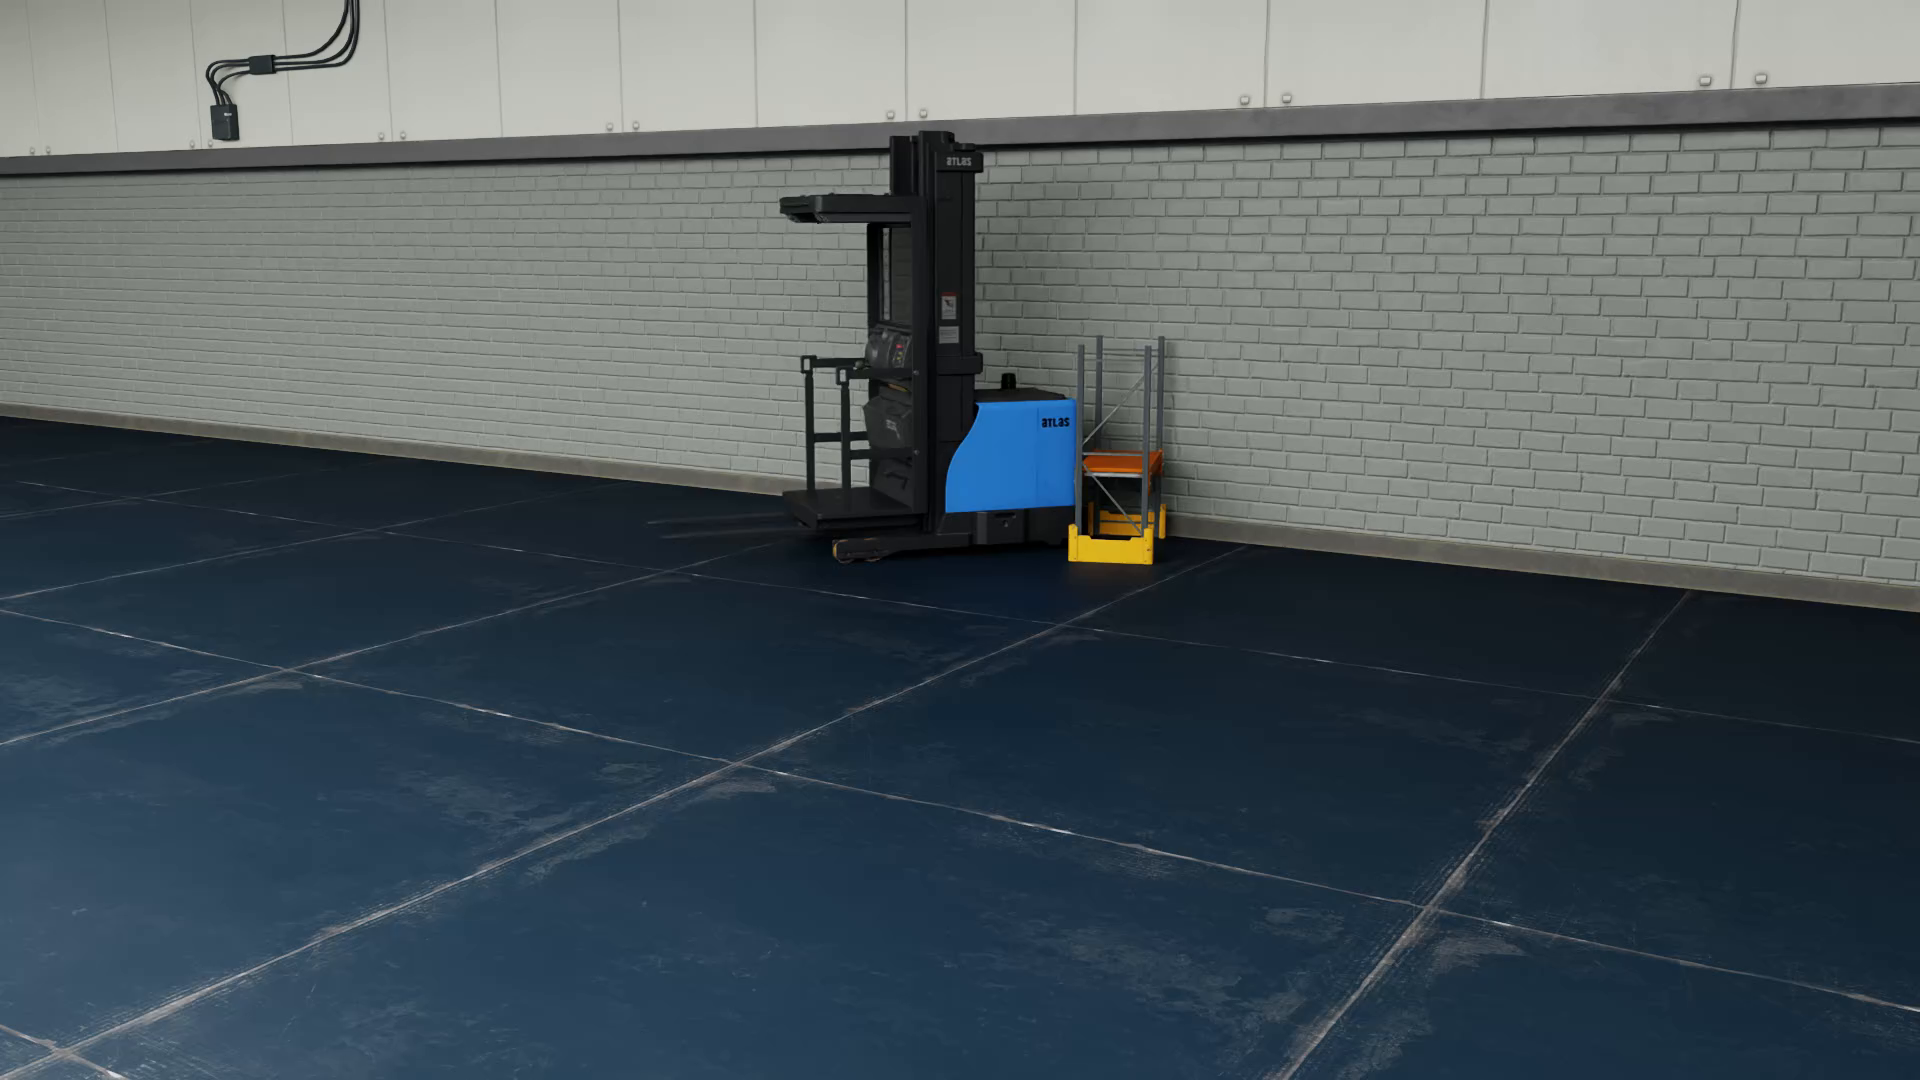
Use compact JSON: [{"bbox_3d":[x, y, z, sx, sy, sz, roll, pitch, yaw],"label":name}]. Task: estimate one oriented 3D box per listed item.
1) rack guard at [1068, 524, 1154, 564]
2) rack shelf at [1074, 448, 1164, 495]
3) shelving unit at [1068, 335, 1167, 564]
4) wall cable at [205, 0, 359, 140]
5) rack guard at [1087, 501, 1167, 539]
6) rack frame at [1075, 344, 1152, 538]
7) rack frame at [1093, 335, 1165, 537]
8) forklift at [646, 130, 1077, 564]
[{"bbox_3d":[1.049,0.028,11.540,0.587,0.250,0.087,2,11,12],"label":"rack guard"},{"bbox_3d":[1.153,-0.501,11.946,0.538,0.185,1.000,2,11,12],"label":"rack shelf"},{"bbox_3d":[1.151,-0.676,11.904,0.587,1.500,1.083,2,11,12],"label":"shelving unit"},{"bbox_3d":[-6.867,-7.063,16.398,2.305,6.003,0.169,6,12,31],"label":"wall cable"},{"bbox_3d":[1.253,-0.151,12.499,0.587,0.250,0.087,2,11,12],"label":"rack guard"},{"bbox_3d":[1.048,-0.586,11.424,0.500,1.500,0.032,2,11,12],"label":"rack frame"},{"bbox_3d":[1.257,-0.769,12.402,0.500,1.500,0.032,2,11,12],"label":"rack frame"},{"bbox_3d":[-0.697,-1.386,11.807,3.031,2.935,1.130,-4,11,-19],"label":"forklift"}]
